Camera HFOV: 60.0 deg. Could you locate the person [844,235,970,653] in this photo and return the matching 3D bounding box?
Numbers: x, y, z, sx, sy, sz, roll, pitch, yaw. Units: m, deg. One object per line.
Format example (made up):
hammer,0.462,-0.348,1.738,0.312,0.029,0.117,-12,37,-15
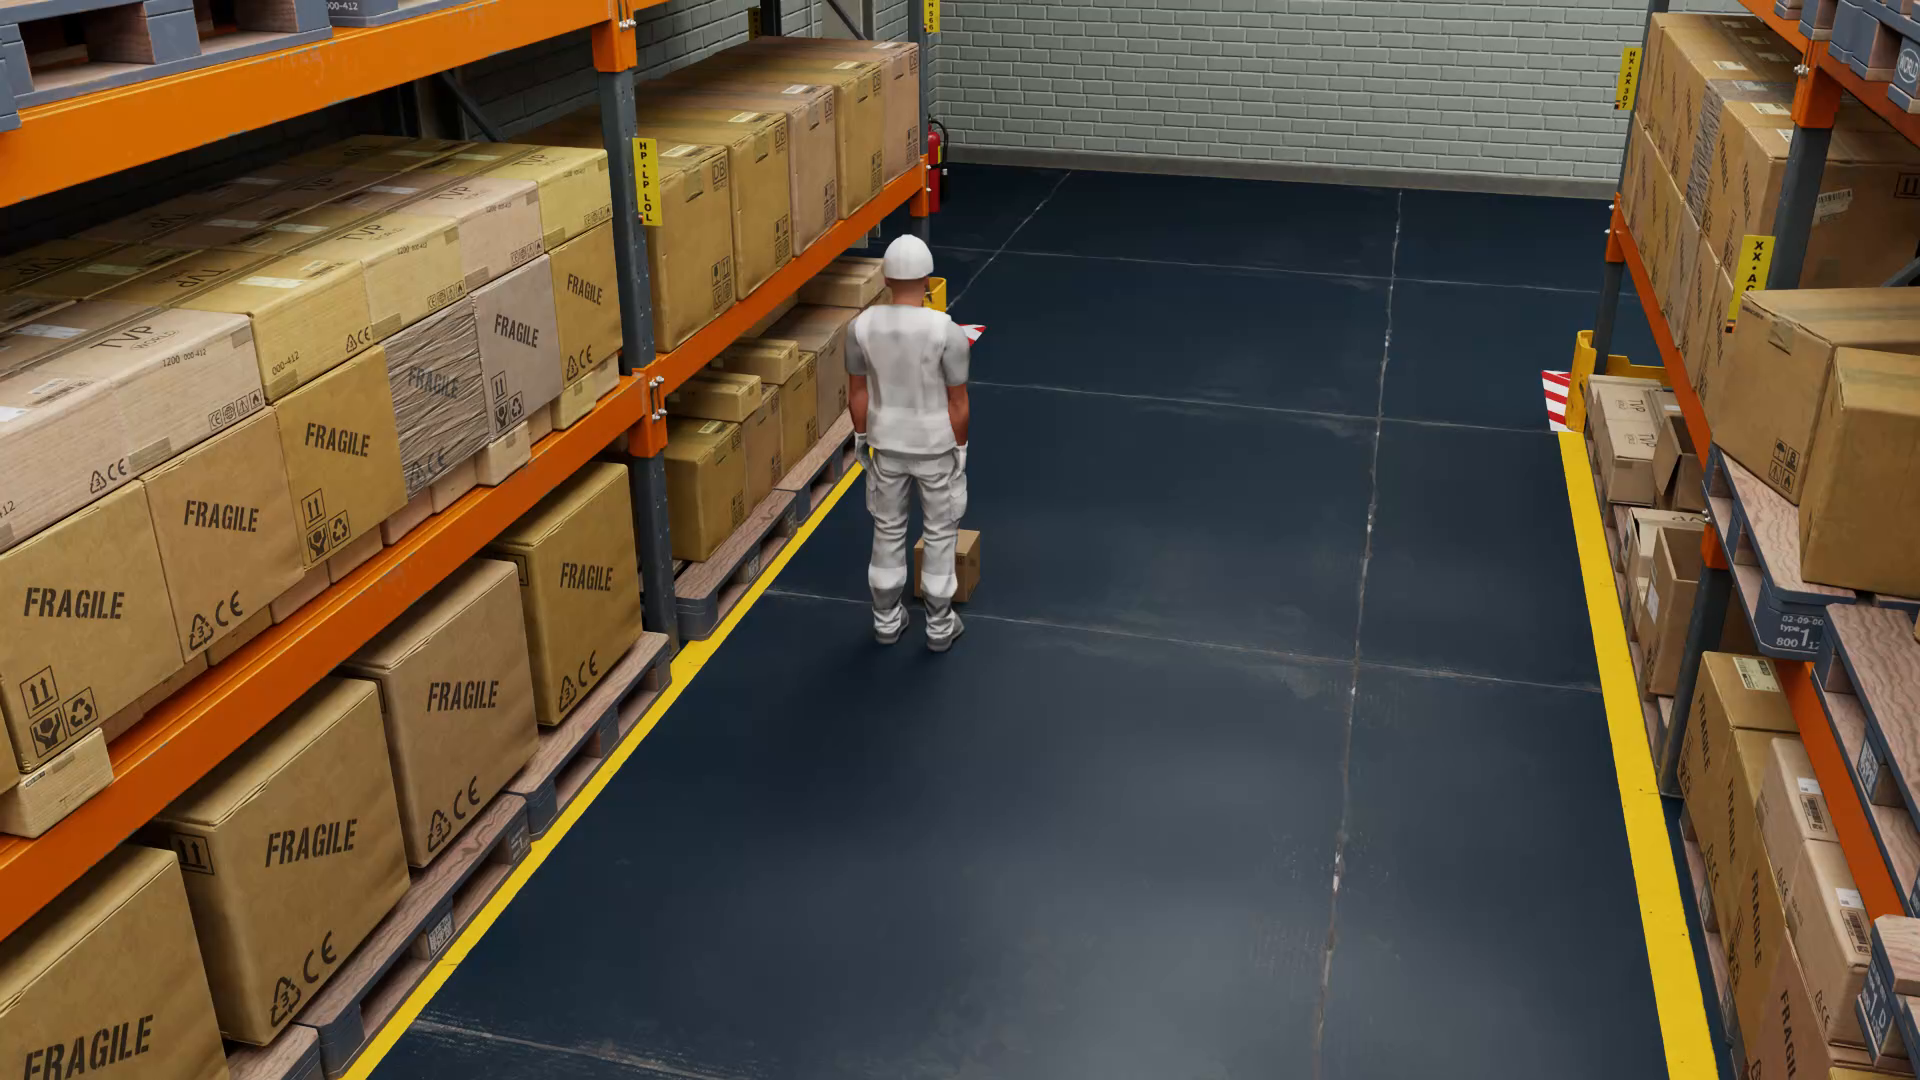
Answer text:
person,-0.201,-0.390,6.914,0.525,1.784,0.342,7,26,14
